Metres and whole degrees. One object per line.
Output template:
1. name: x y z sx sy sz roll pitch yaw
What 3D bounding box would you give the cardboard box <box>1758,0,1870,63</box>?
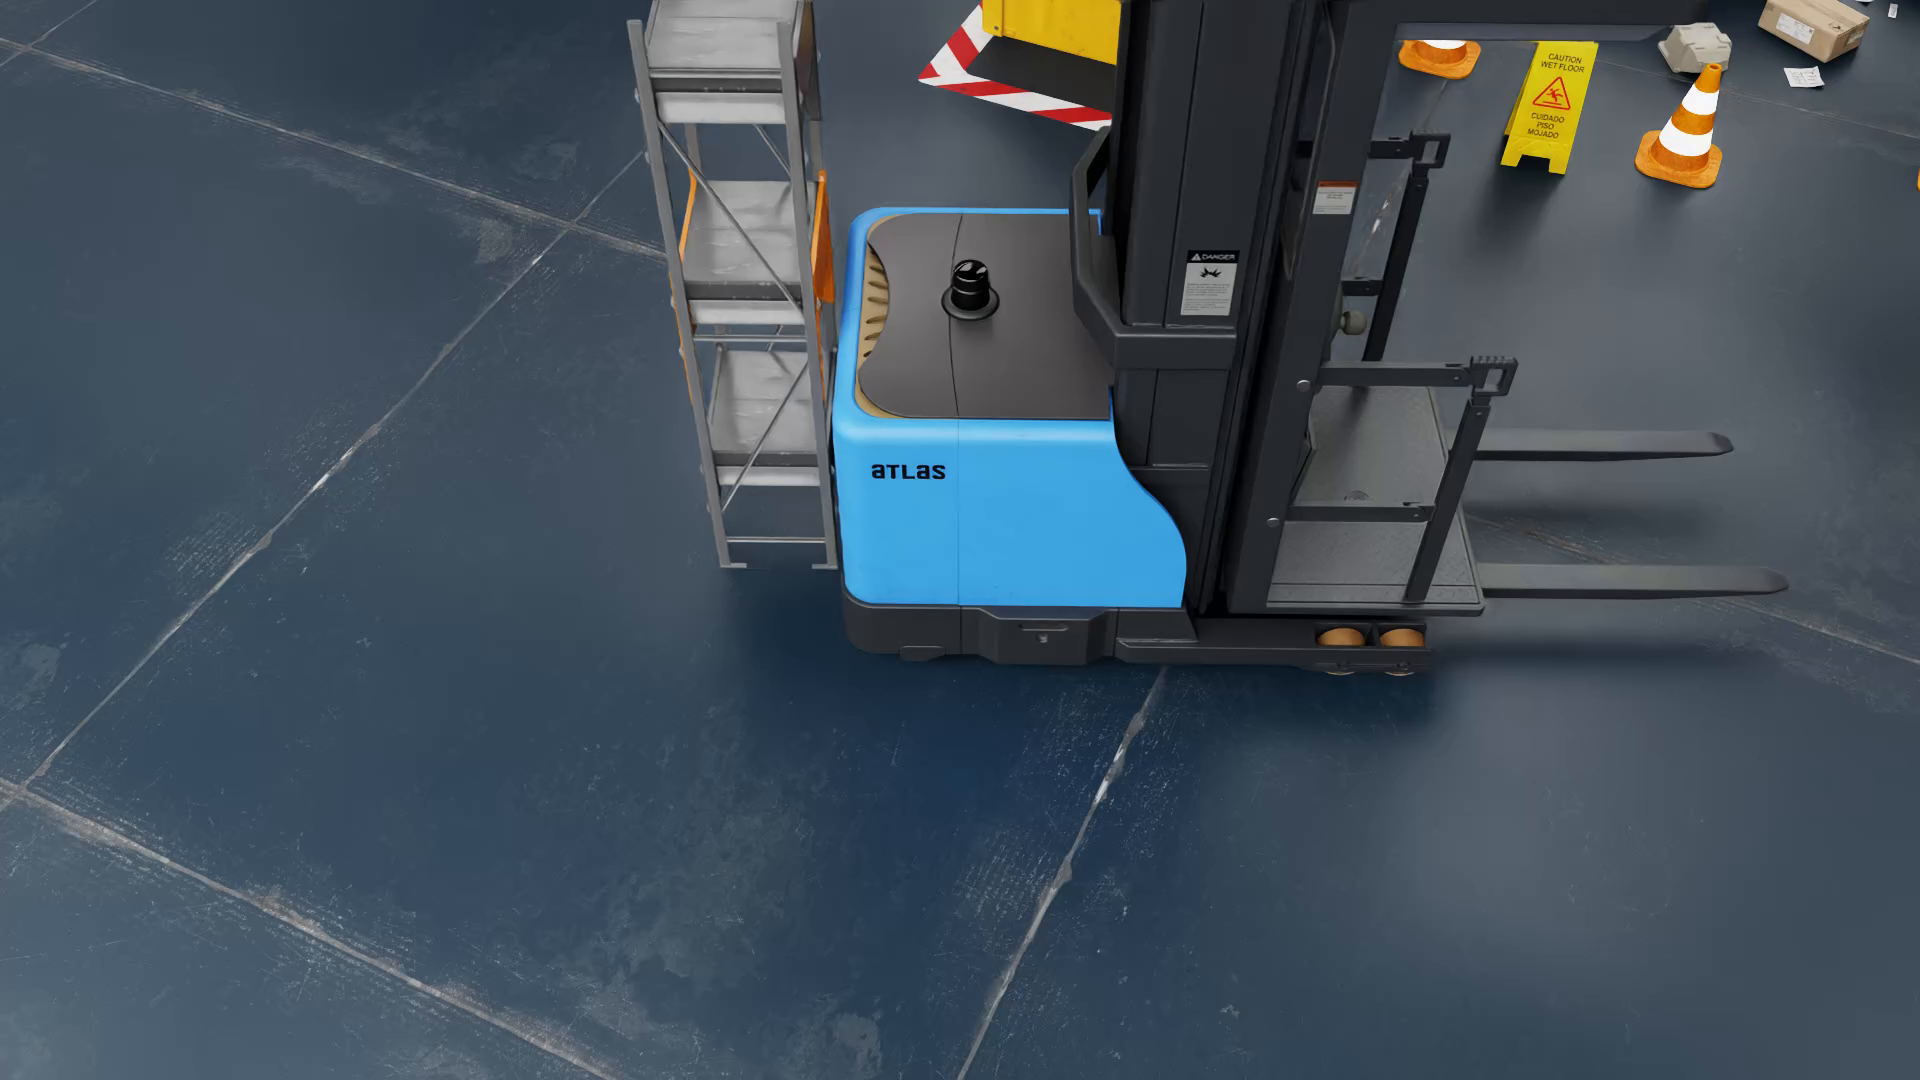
1. cardboard box: 3.946 -2.395 7.690 0.250 0.149 0.380 -28 55 -22

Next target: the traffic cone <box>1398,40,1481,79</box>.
1. traffic cone: 2.205 -2.382 7.473 0.336 0.463 0.334 20 52 16

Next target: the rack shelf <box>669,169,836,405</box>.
1. rack shelf: -0.612 -0.765 5.040 0.431 0.518 0.480 1 50 1

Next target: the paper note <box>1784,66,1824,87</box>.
1. paper note: 3.817 -2.096 7.513 0.148 0.019 0.142 4 50 3

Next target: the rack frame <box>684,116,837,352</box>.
1. rack frame: -0.609 -0.959 5.187 0.400 2.100 0.015 1 50 1

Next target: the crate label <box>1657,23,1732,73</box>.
1. crate label: 3.361 -2.236 7.563 0.250 0.136 0.298 -4 50 -3

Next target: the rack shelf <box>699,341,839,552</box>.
1. rack shelf: -0.612 -0.311 5.573 0.431 0.518 0.480 1 50 1

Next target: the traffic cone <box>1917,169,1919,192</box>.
1. traffic cone: 4.230 -1.653 6.853 0.336 0.463 0.334 20 52 16

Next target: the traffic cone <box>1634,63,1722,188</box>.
1. traffic cone: 3.081 -1.780 6.961 0.336 0.463 0.334 20 52 16

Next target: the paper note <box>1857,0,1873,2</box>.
1. paper note: 4.316 -2.628 7.974 0.142 0.019 0.148 -37 59 -27

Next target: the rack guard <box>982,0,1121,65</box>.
1. rack guard: 0.684 -2.474 7.527 1.175 0.500 0.348 20 52 16

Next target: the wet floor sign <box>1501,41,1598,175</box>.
1. wet floor sign: 2.472 -1.873 6.920 0.267 0.644 0.232 12 51 10

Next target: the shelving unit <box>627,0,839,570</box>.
1. shelving unit: -0.612 -0.773 5.029 0.431 2.100 0.503 1 50 1

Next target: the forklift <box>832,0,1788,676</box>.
1. forklift: 1.147 -0.923 4.611 3.031 2.935 1.130 1 50 1

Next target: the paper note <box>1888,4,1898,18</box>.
1. paper note: 4.420 -2.508 7.877 0.032 0.001 0.123 20 52 16

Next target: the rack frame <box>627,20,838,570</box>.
1. rack frame: -0.616 -0.588 4.871 0.400 2.100 0.015 1 50 1

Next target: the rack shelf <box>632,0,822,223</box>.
1. rack shelf: -0.612 -1.218 4.507 0.431 0.518 0.480 1 50 1
